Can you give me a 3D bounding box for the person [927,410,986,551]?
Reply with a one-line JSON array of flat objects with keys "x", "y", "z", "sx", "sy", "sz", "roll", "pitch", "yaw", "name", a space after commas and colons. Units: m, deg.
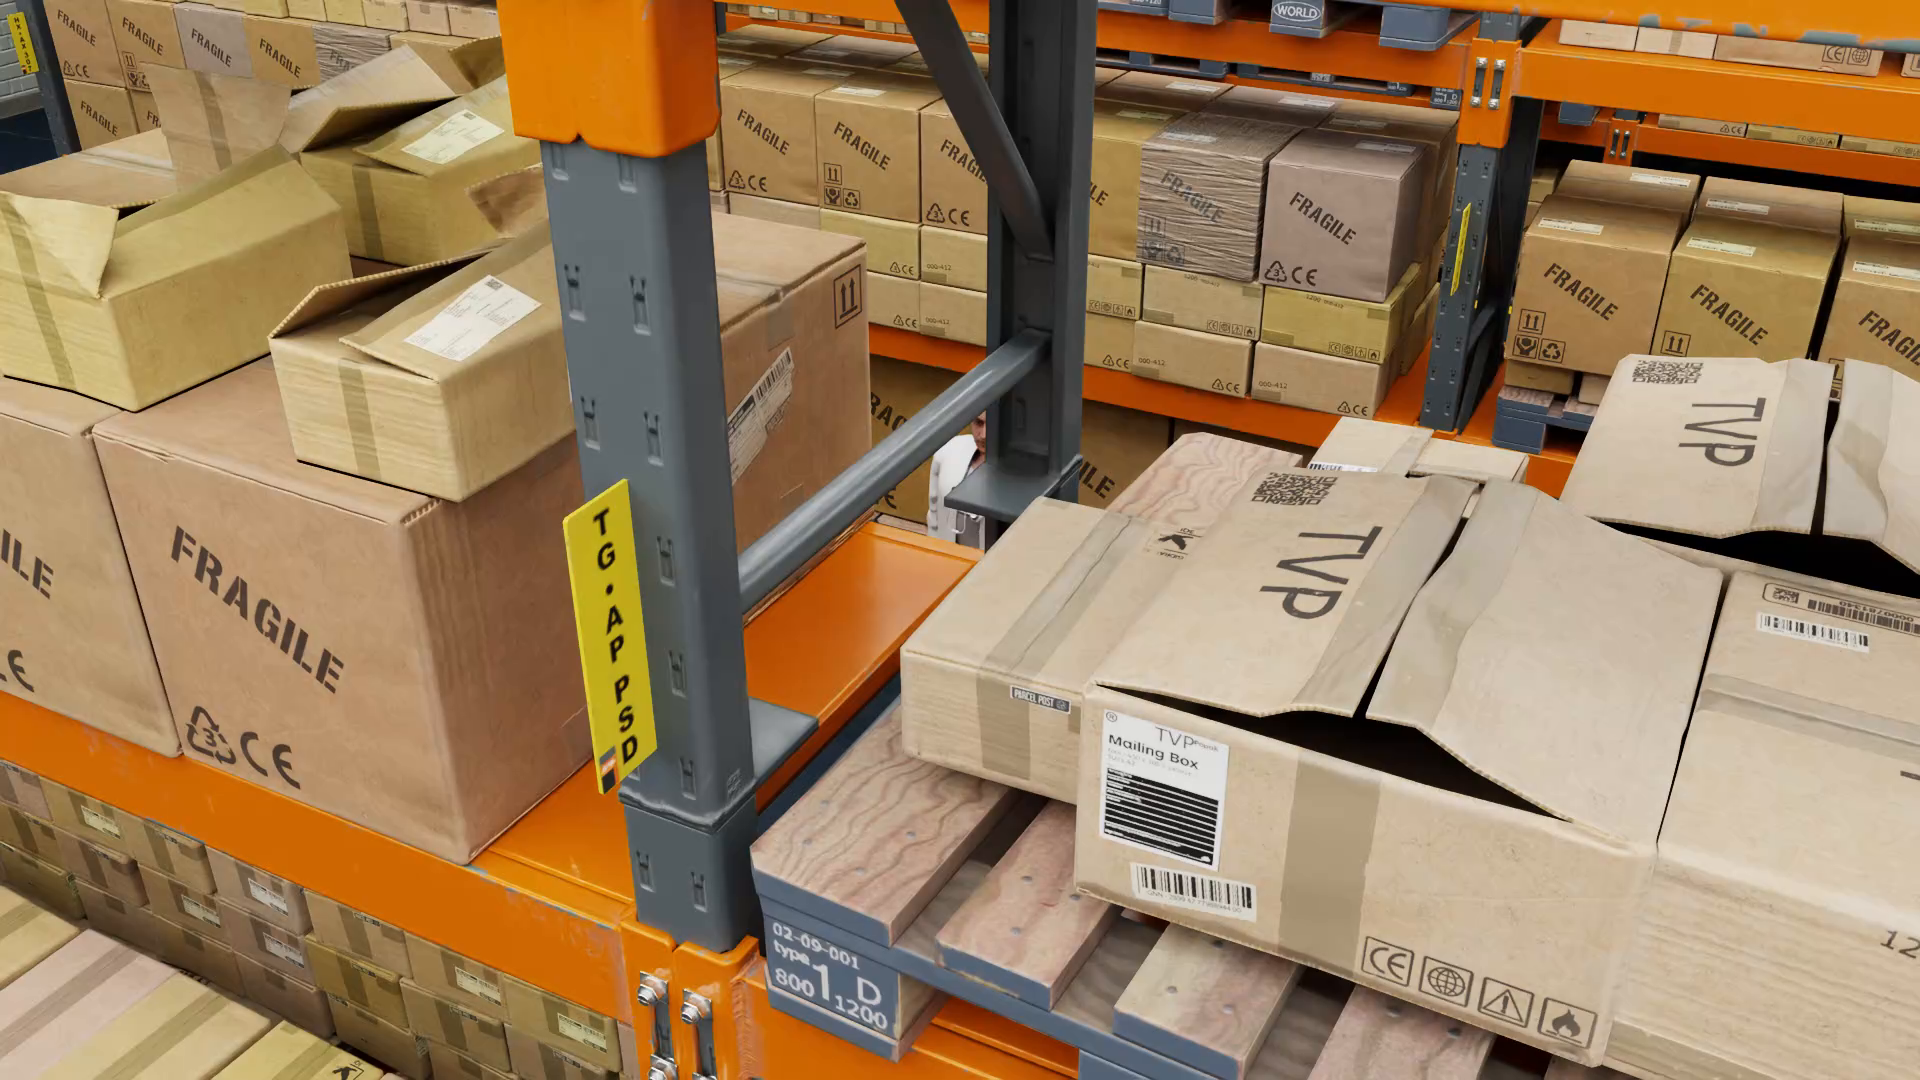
[{"x": 0.109, "y": 0.247, "z": 6.231, "sx": 0.562, "sy": 1.794, "sz": 0.411, "roll": 15, "pitch": 33, "yaw": 25, "name": "person"}]
